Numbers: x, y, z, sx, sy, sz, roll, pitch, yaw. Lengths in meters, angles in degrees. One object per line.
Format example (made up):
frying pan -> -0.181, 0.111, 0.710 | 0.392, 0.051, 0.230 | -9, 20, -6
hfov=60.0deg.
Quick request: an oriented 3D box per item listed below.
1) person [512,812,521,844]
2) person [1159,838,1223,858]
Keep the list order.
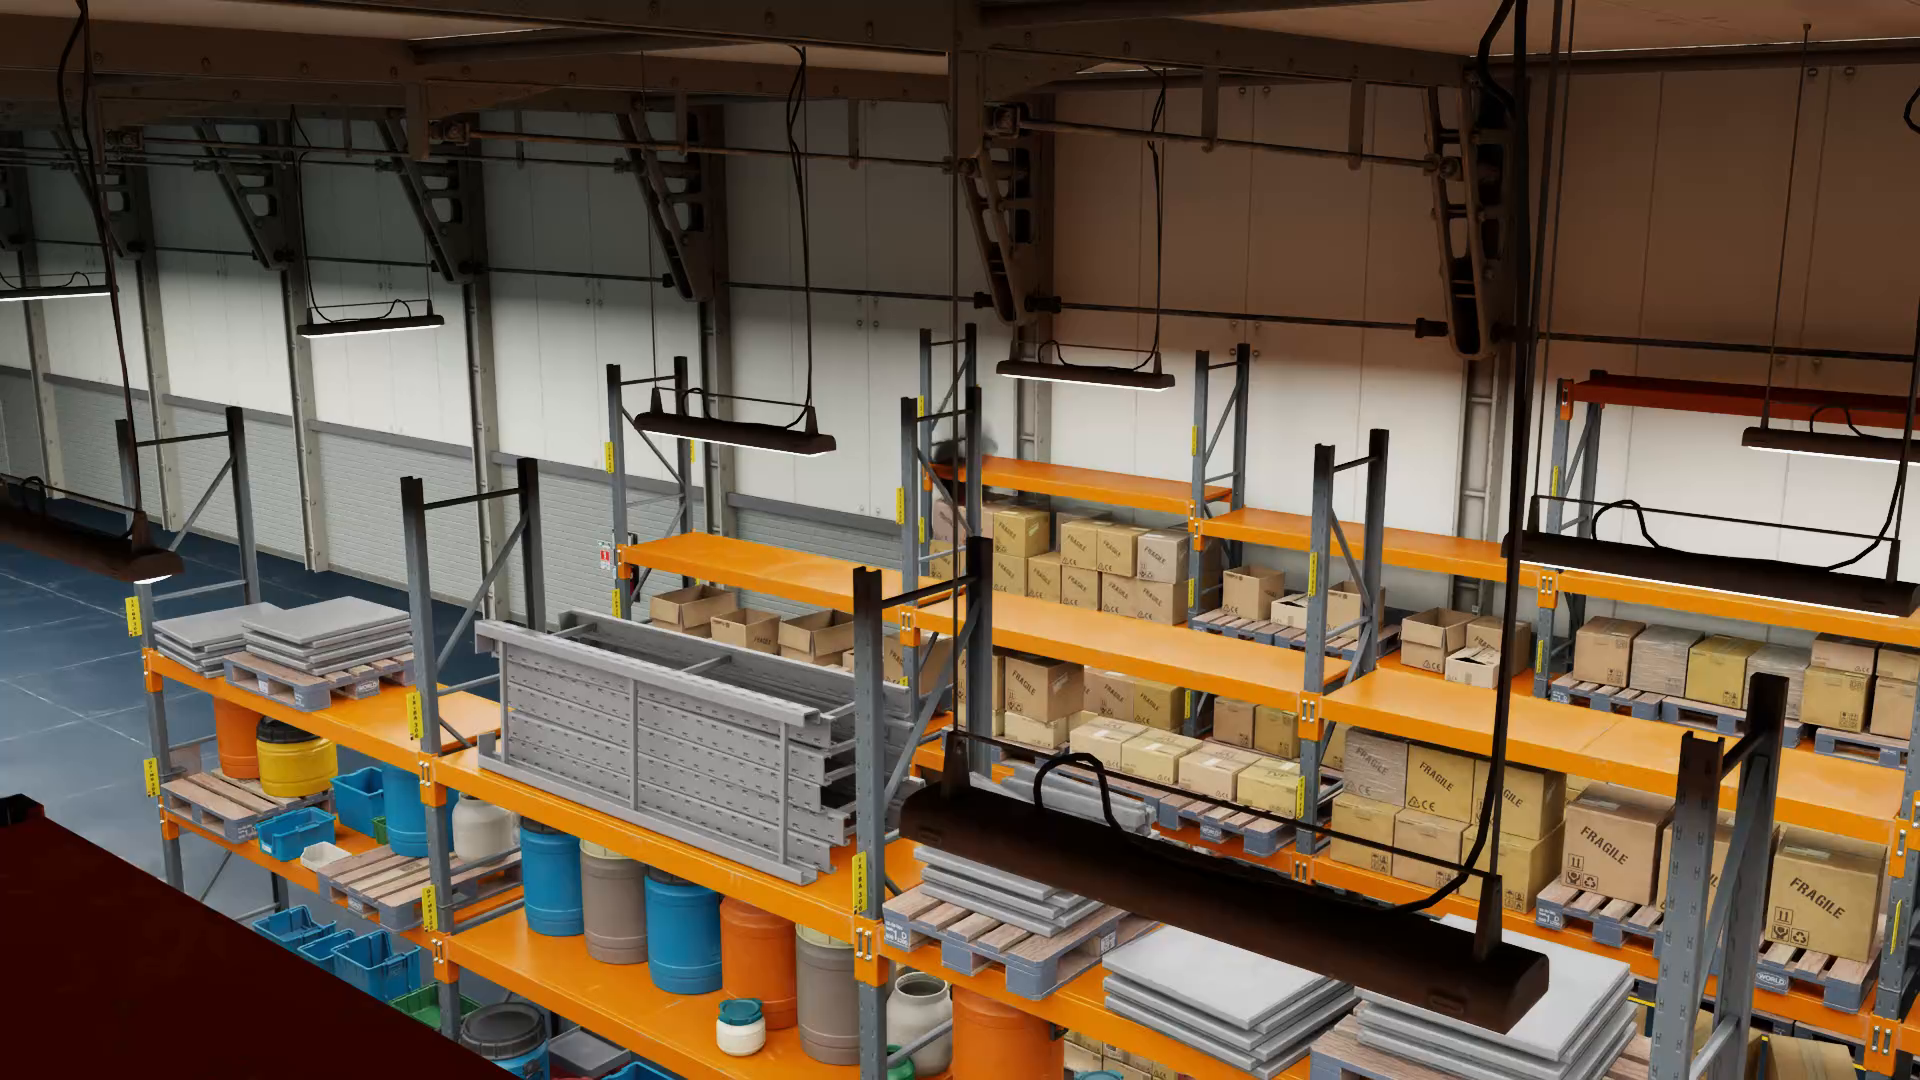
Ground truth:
person -> -5.095, 3.030, 19.166 | 0.650, 1.626, 0.598 | -4, 13, -17
person -> 2.362, 3.480, 16.882 | 0.782, 1.826, 0.638 | 9, 16, 36
